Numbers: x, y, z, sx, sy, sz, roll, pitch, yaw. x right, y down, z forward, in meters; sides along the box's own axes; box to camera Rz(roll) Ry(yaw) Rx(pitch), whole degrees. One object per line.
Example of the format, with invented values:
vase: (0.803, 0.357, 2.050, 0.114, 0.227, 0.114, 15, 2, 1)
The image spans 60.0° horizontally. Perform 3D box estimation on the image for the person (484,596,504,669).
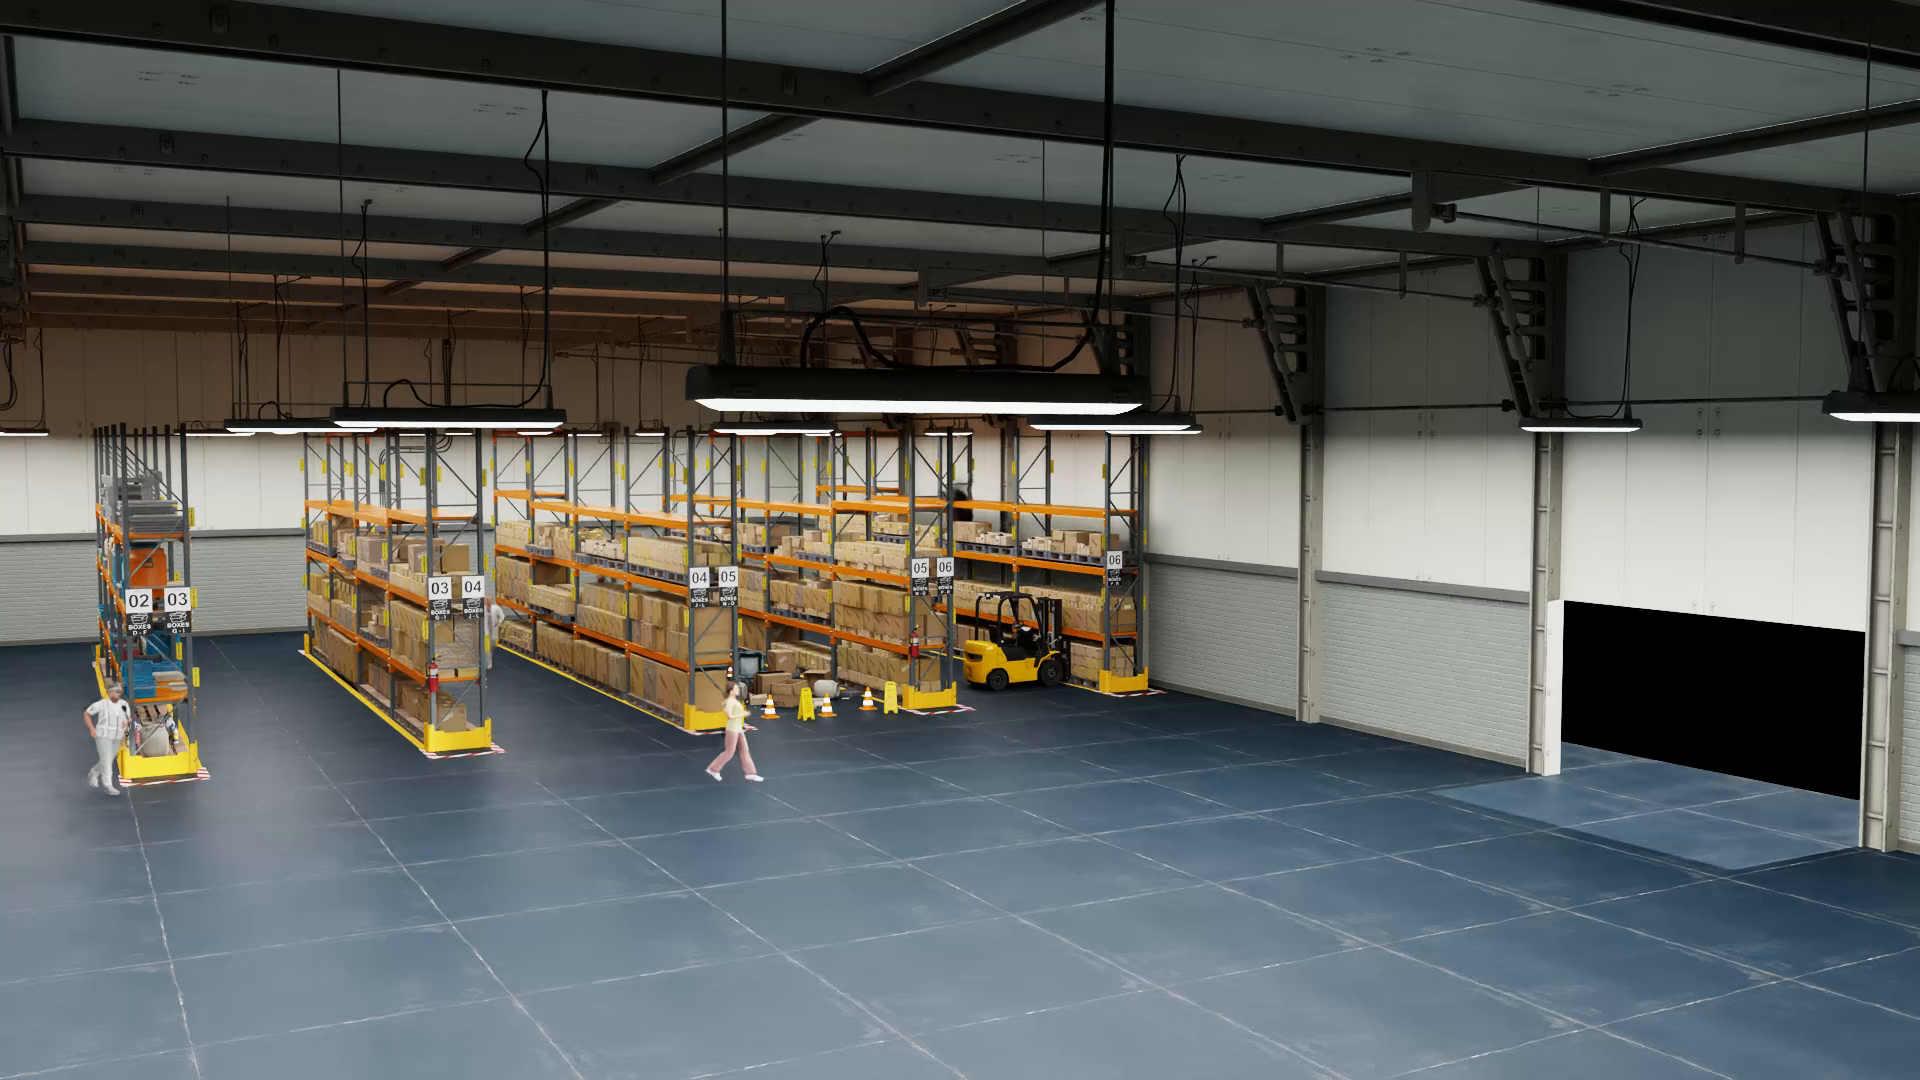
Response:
person: (-11.860, 2.295, 41.952, 0.705, 1.813, 0.921, -1, 4, -21)

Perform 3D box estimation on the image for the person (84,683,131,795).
person: (-13.823, 3.199, 27.074, 0.968, 1.746, 0.690, 2, 4, 31)

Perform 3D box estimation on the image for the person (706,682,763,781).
person: (-3.744, 3.176, 27.562, 0.941, 1.662, 0.558, 0, 3, 4)

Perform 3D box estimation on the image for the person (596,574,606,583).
person: (-10.663, 1.804, 49.577, 1.049, 1.761, 0.704, -2, 4, -34)
